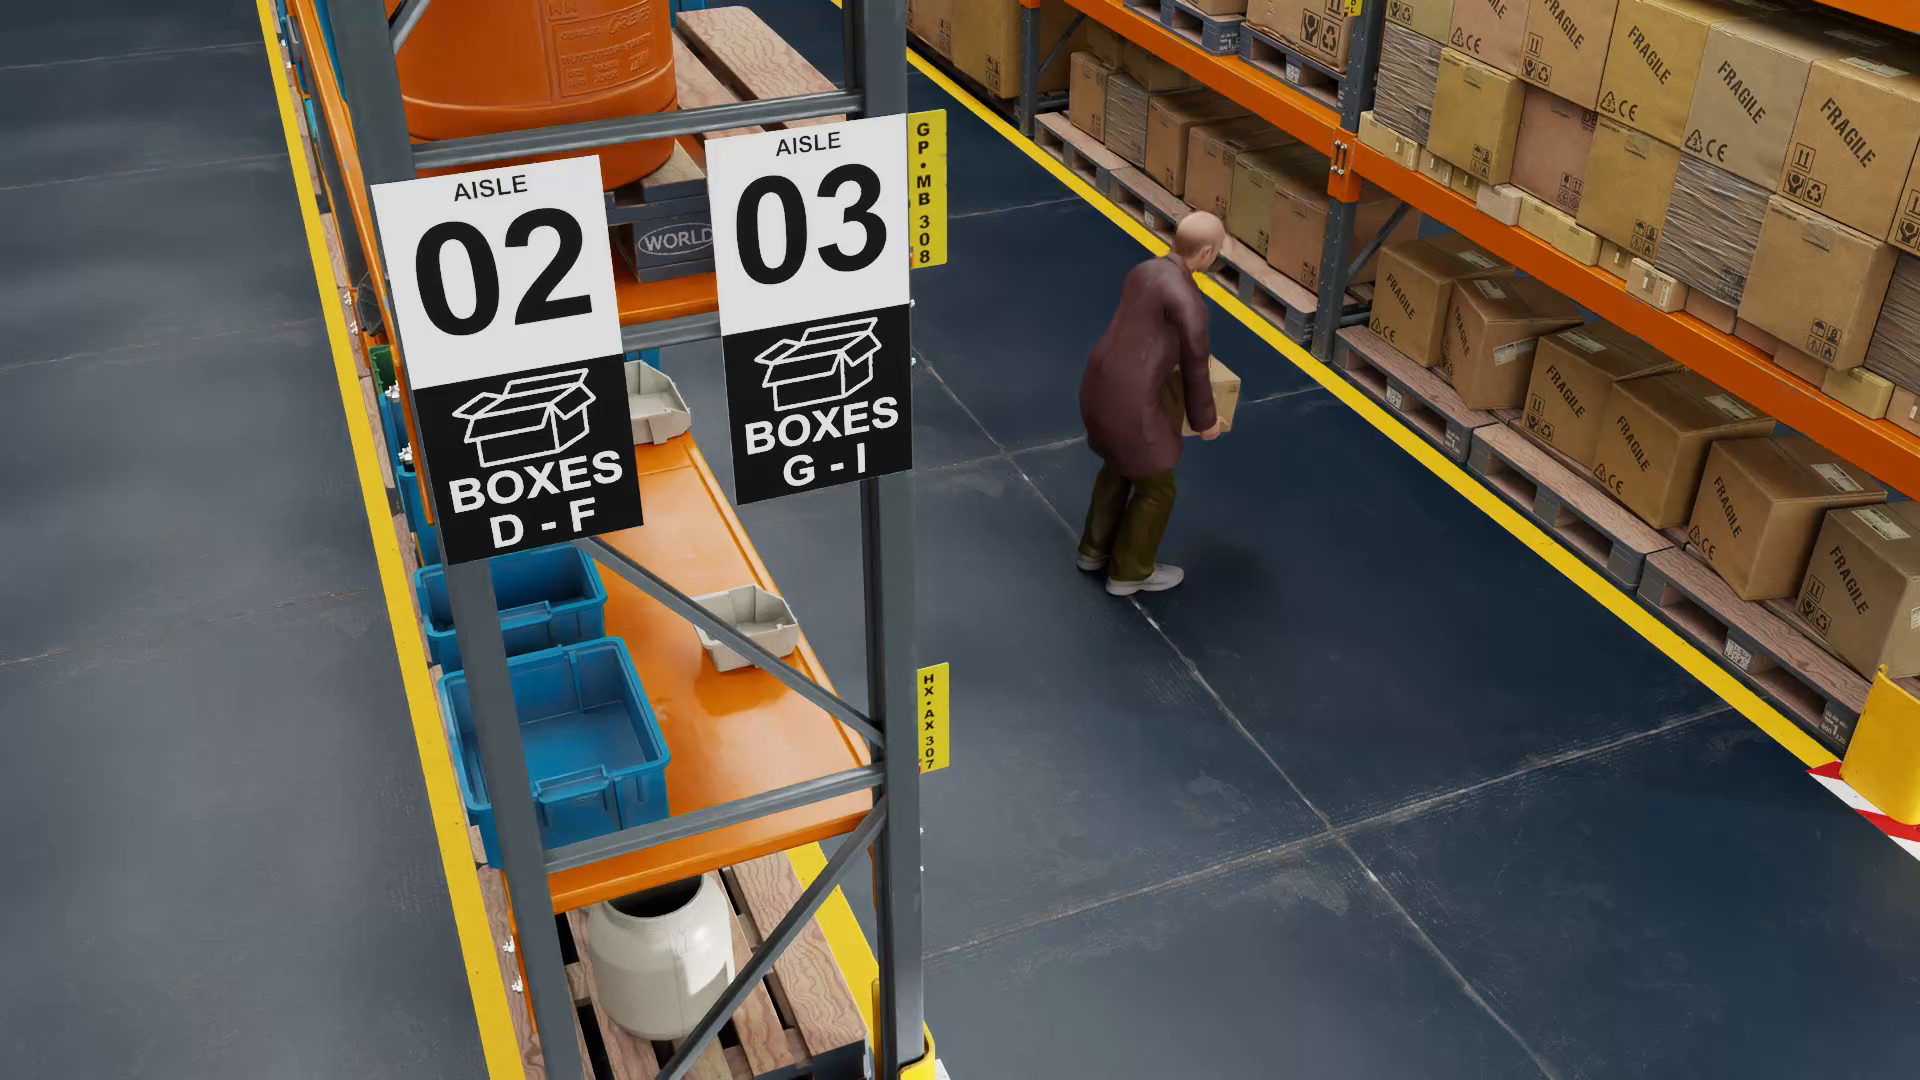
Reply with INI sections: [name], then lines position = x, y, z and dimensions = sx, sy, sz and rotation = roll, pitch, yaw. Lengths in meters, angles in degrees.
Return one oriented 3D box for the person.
[person]
position = 0.820, -0.567, 7.110
dimensions = 0.625, 1.691, 0.540
rotation = -13, 35, -19
